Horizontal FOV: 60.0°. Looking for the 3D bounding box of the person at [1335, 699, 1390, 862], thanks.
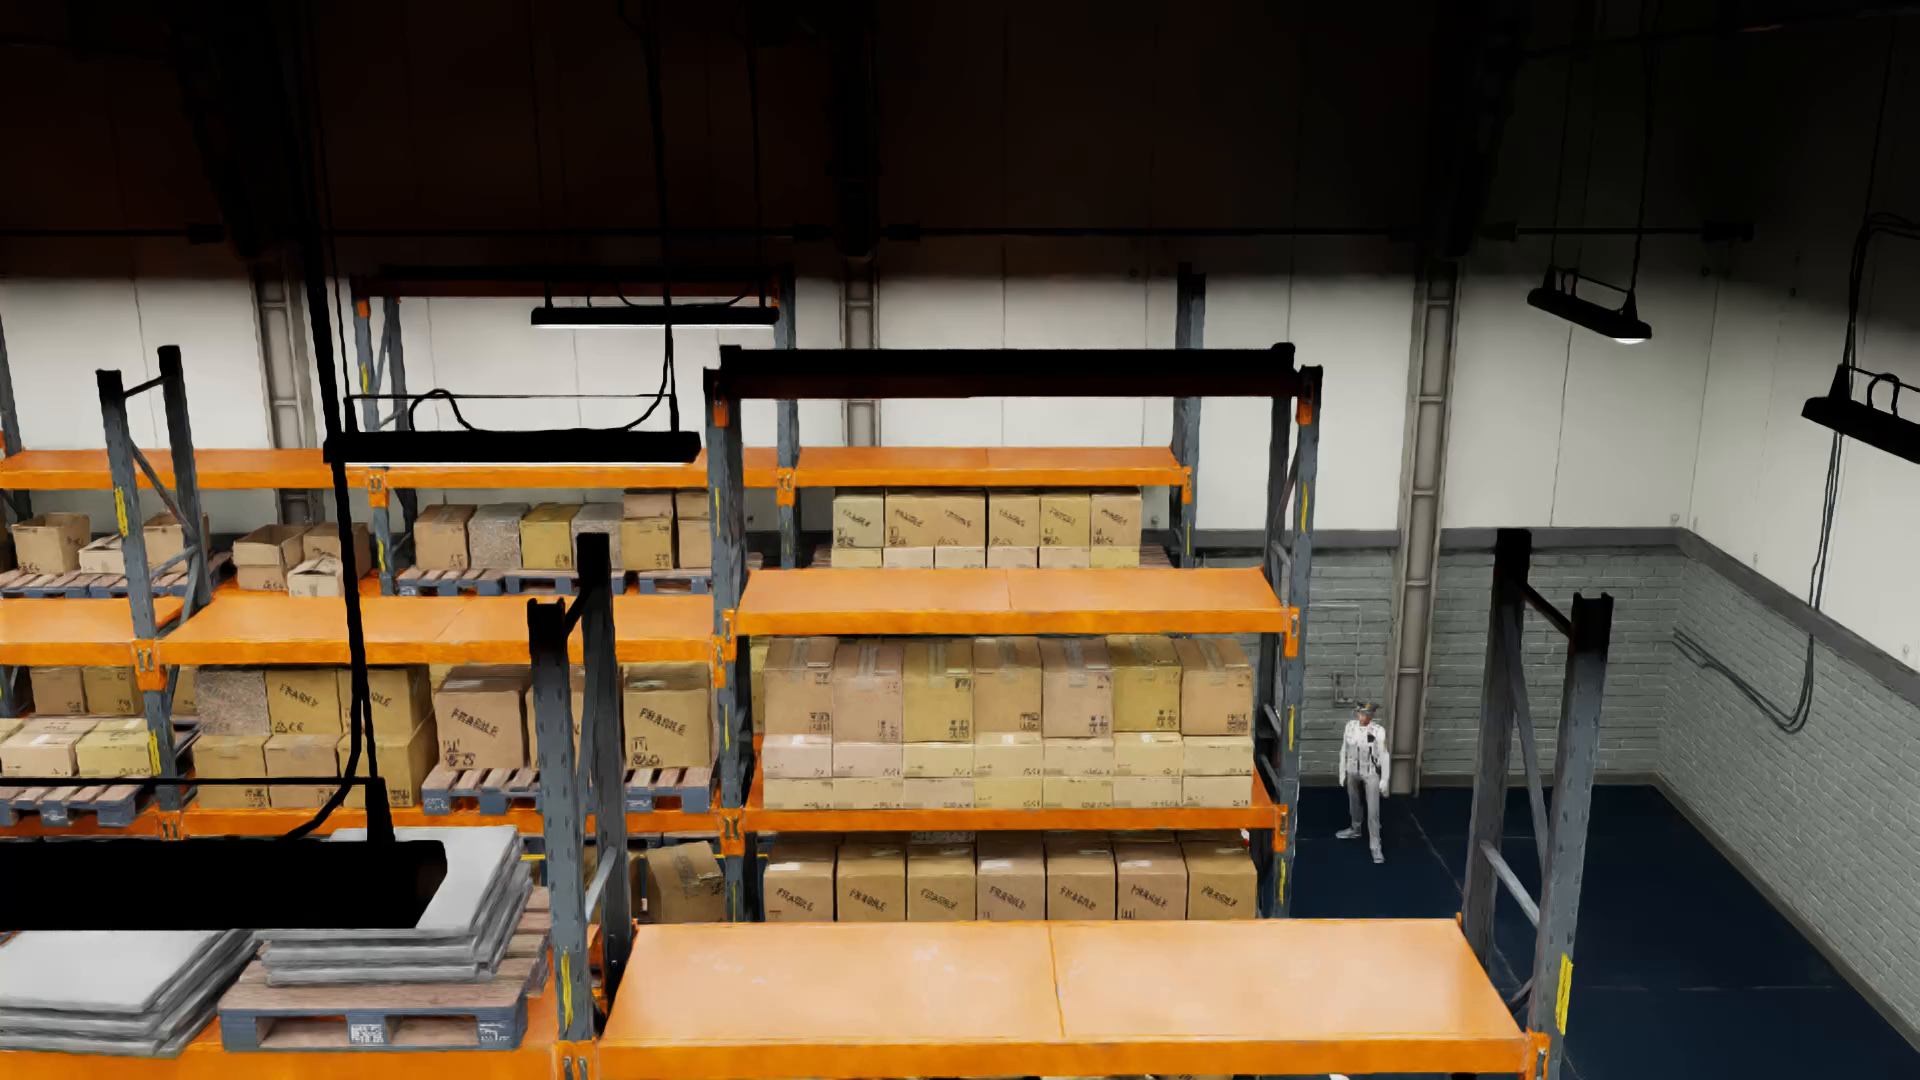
[{"bbox_3d":[4.210,2.428,17.212,0.682,1.670,0.552,12,20,36],"label":"person"}]
